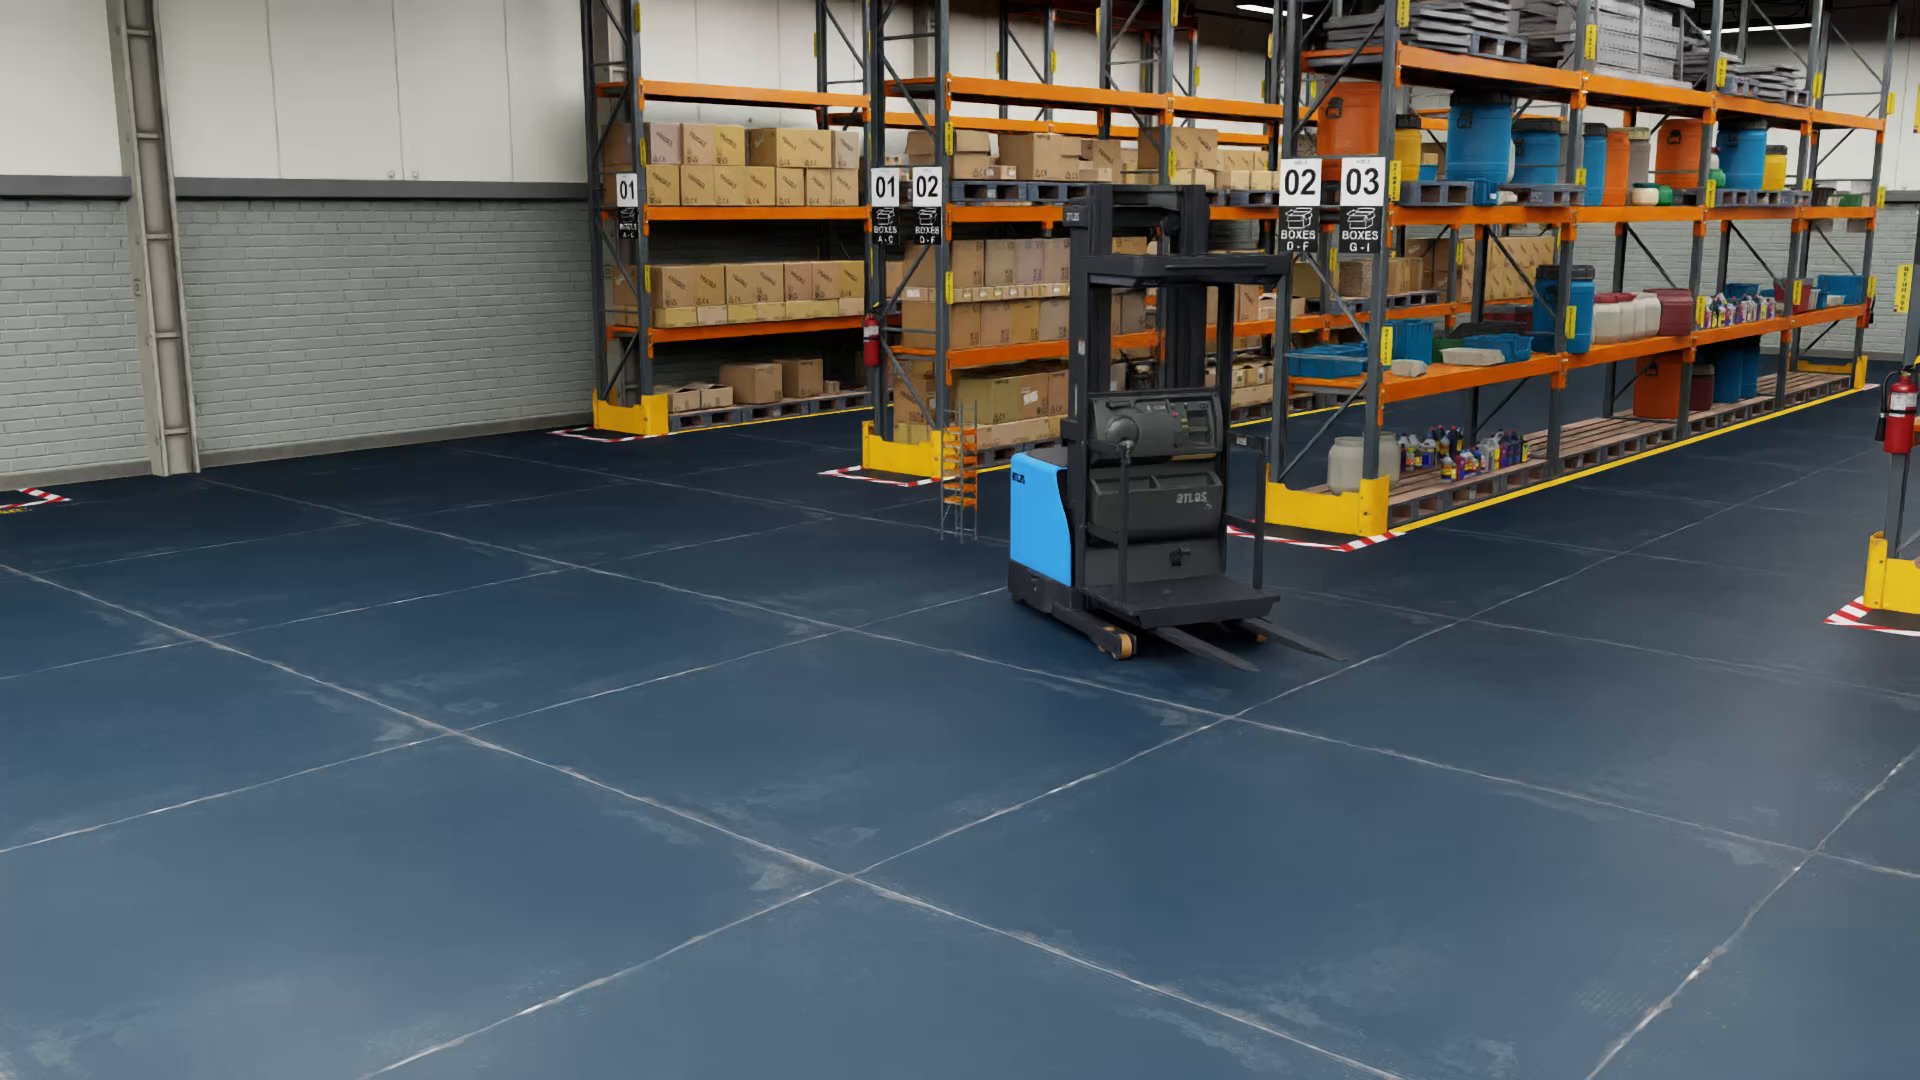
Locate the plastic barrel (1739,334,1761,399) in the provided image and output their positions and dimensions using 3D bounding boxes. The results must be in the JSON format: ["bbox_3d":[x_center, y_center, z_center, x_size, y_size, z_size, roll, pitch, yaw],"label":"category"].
[{"bbox_3d":[10.744,-2.441,23.058,0.600,0.901,0.708,10,15,40],"label":"plastic barrel"}]

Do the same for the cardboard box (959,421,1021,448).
[{"bbox_3d":[0.325,-1.199,18.503,0.500,0.250,0.500,10,15,40],"label":"cardboard box"}]

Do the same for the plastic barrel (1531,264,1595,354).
[{"bbox_3d":[6.318,-2.428,17.430,0.600,0.901,0.708,10,15,40],"label":"plastic barrel"}]

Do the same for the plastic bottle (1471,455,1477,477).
[{"bbox_3d":[4.984,-0.726,16.208,0.097,0.201,0.097,0,11,0],"label":"plastic bottle"}]

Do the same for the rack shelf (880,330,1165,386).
[{"bbox_3d":[0.797,-2.159,19.197,1.077,0.370,4.000,10,15,40],"label":"rack shelf"}]

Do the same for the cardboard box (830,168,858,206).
[{"bbox_3d":[-1.756,-4.869,22.964,0.500,0.500,0.500,10,15,42],"label":"cardboard box"}]

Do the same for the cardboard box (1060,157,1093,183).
[{"bbox_3d":[1.230,-4.388,19.661,0.500,0.311,0.500,9,14,37],"label":"cardboard box"}]

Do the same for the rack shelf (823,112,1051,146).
[{"bbox_3d":[-0.286,-6.133,24.799,1.077,0.370,4.000,10,15,40],"label":"rack shelf"}]

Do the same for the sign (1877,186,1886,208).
[{"bbox_3d":[14.181,-5.281,25.602,0.100,0.325,0.005,10,15,40],"label":"sign"}]

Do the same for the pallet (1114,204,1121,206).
[{"bbox_3d":[2.155,-5.679,27.809,1.003,0.211,1.213,11,16,43],"label":"pallet"}]

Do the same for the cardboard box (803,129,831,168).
[{"bbox_3d":[-2.089,-5.274,22.442,0.500,0.500,0.500,11,16,43],"label":"cardboard box"}]

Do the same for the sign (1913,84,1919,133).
[{"bbox_3d":[6.512,-2.916,11.231,0.100,0.325,0.005,10,15,40],"label":"sign"}]

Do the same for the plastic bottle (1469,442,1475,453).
[{"bbox_3d":[5.096,-0.831,16.524,0.061,0.283,0.133,10,15,40],"label":"plastic bottle"}]

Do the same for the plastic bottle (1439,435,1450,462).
[{"bbox_3d":[4.986,-0.940,17.103,0.097,0.271,0.097,0,11,0],"label":"plastic bottle"}]

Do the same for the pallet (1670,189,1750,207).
[{"bbox_3d":[9.054,-4.231,20.562,1.003,0.211,1.213,10,15,40],"label":"pallet"}]

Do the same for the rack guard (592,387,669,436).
[{"bbox_3d":[-4.197,-1.642,21.158,1.175,0.500,0.348,10,15,40],"label":"rack guard"}]

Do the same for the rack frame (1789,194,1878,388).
[{"bbox_3d":[13.757,-3.930,26.230,1.000,3.000,0.127,10,15,40],"label":"rack frame"}]

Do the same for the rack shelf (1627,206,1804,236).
[{"bbox_3d":[9.796,-4.166,21.587,1.077,0.370,4.000,10,15,40],"label":"rack shelf"}]

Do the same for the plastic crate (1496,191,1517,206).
[{"bbox_3d":[5.080,-3.218,15.678,0.243,0.136,0.396,10,15,40],"label":"plastic crate"}]

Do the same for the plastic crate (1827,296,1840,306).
[{"bbox_3d":[13.152,-3.646,25.328,0.396,0.136,0.243,10,15,40],"label":"plastic crate"}]

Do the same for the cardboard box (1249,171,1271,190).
[{"bbox_3d":[3.782,-4.761,22.043,0.500,0.250,0.500,9,15,39],"label":"cardboard box"}]

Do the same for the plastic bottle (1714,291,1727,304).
[{"bbox_3d":[10.614,-3.302,23.209,0.144,0.351,0.185,10,15,40],"label":"plastic bottle"}]

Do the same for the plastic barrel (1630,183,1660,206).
[{"bbox_3d":[7.812,-3.939,18.969,0.301,0.262,0.301,0,11,0],"label":"plastic barrel"}]

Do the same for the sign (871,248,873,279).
[{"bbox_3d":[-0.922,-2.973,17.878,0.100,0.325,0.005,10,15,40],"label":"sign"}]

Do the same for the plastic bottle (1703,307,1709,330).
[{"bbox_3d":[9.256,-2.760,20.670,0.061,0.283,0.133,10,15,40],"label":"plastic bottle"}]

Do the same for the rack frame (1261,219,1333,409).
[{"bbox_3d":[4.757,-3.394,23.546,1.000,3.000,0.127,10,15,40],"label":"rack frame"}]

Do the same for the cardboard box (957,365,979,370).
[{"bbox_3d":[-0.136,-2.774,25.699,0.700,0.500,0.500,10,15,40],"label":"cardboard box"}]

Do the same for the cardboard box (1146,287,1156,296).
[{"bbox_3d":[3.180,-4.304,28.691,0.380,0.149,0.250,10,15,40],"label":"cardboard box"}]

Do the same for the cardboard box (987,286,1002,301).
[{"bbox_3d":[0.235,-2.690,18.108,0.380,0.149,0.250,10,15,41],"label":"cardboard box"}]

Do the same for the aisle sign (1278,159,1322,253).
[{"bbox_3d":[2.924,-2.879,14.328,0.394,0.787,0.004,10,15,40],"label":"aisle sign"}]

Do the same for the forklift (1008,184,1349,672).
[{"bbox_3d":[1.371,-0.779,10.627,1.130,2.935,3.031,-5,12,-22],"label":"forklift"}]

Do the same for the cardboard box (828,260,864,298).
[{"bbox_3d":[-1.686,-3.640,23.194,0.500,0.500,0.500,10,15,40],"label":"cardboard box"}]

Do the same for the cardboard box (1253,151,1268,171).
[{"bbox_3d":[5.360,-6.938,30.772,0.500,0.500,0.500,9,14,38],"label":"cardboard box"}]

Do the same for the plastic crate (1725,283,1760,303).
[{"bbox_3d":[11.168,-3.476,23.844,0.392,0.384,0.575,10,15,40],"label":"plastic crate"}]

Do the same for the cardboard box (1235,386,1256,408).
[{"bbox_3d":[3.584,-1.917,22.097,0.500,0.250,0.500,10,15,41],"label":"cardboard box"}]

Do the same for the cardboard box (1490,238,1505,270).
[{"bbox_3d":[8.600,-4.706,27.308,0.500,0.500,0.500,9,15,39],"label":"cardboard box"}]

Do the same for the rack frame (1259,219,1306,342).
[{"bbox_3d":[6.315,-5.211,32.643,1.000,3.000,0.127,10,15,40],"label":"rack frame"}]

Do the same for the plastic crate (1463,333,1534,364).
[{"bbox_3d":[5.309,-1.894,16.414,0.499,0.251,0.616,10,15,40],"label":"plastic crate"}]

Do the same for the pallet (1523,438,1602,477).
[{"bbox_3d":[6.325,-0.918,18.267,1.003,0.211,1.213,10,15,40],"label":"pallet"}]

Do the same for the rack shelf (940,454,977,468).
[{"bbox_3d":[-0.010,-0.660,14.068,0.258,0.103,0.180,10,15,40],"label":"rack shelf"}]

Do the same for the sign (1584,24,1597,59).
[{"bbox_3d":[6.241,-4.931,16.459,0.100,0.325,0.005,10,15,40],"label":"sign"}]

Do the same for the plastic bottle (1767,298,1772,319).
[{"bbox_3d":[10.980,-3.145,22.595,0.061,0.283,0.133,10,15,40],"label":"plastic bottle"}]

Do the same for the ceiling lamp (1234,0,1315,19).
[{"bbox_3d":[5.231,-9.941,26.106,0.800,3.185,2.000,10,15,40],"label":"ceiling lamp"}]

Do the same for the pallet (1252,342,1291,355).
[{"bbox_3d":[5.846,-3.716,32.276,1.003,0.211,1.213,10,15,40],"label":"pallet"}]

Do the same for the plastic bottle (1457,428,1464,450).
[{"bbox_3d":[5.296,-1.052,17.663,0.097,0.271,0.097,0,11,0],"label":"plastic bottle"}]

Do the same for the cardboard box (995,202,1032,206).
[{"bbox_3d":[0.762,-5.330,25.758,0.500,0.311,0.500,10,15,40],"label":"cardboard box"}]

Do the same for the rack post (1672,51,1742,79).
[{"bbox_3d":[8.923,-5.770,20.317,0.954,0.300,0.937,10,15,40],"label":"rack post"}]

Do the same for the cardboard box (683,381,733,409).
[{"bbox_3d":[-3.346,-1.928,21.948,0.500,0.311,0.500,-11,15,-43],"label":"cardboard box"}]

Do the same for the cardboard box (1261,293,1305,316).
[{"bbox_3d":[4.485,-3.302,23.315,0.500,0.311,0.500,11,16,44],"label":"cardboard box"}]

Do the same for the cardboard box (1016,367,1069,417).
[{"bbox_3d":[0.990,-1.713,19.162,0.500,0.500,0.500,10,15,40],"label":"cardboard box"}]

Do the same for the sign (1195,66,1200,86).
[{"bbox_3d":[4.090,-7.993,28.667,0.100,0.325,0.005,10,15,40],"label":"sign"}]

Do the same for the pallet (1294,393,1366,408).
[{"bbox_3d":[5.279,-2.132,24.344,1.003,0.211,1.213,10,15,40],"label":"pallet"}]

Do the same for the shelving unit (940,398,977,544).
[{"bbox_3d":[-0.010,-0.586,14.083,0.258,1.200,0.189,10,15,40],"label":"shelving unit"}]

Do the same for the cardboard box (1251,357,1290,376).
[{"bbox_3d":[4.259,-2.340,22.787,0.500,0.311,0.500,9,15,39],"label":"cardboard box"}]

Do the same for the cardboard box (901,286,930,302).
[{"bbox_3d":[-0.414,-2.665,17.984,0.380,0.149,0.250,9,15,39],"label":"cardboard box"}]

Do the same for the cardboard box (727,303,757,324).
[{"bbox_3d":[-3.013,-2.976,21.787,0.500,0.250,0.500,9,15,39],"label":"cardboard box"}]

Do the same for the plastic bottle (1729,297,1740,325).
[{"bbox_3d":[10.028,-2.978,21.588,0.144,0.351,0.185,10,15,40],"label":"plastic bottle"}]

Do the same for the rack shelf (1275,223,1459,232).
[{"bbox_3d":[6.078,-4.806,24.796,1.077,0.370,4.000,10,15,40],"label":"rack shelf"}]
